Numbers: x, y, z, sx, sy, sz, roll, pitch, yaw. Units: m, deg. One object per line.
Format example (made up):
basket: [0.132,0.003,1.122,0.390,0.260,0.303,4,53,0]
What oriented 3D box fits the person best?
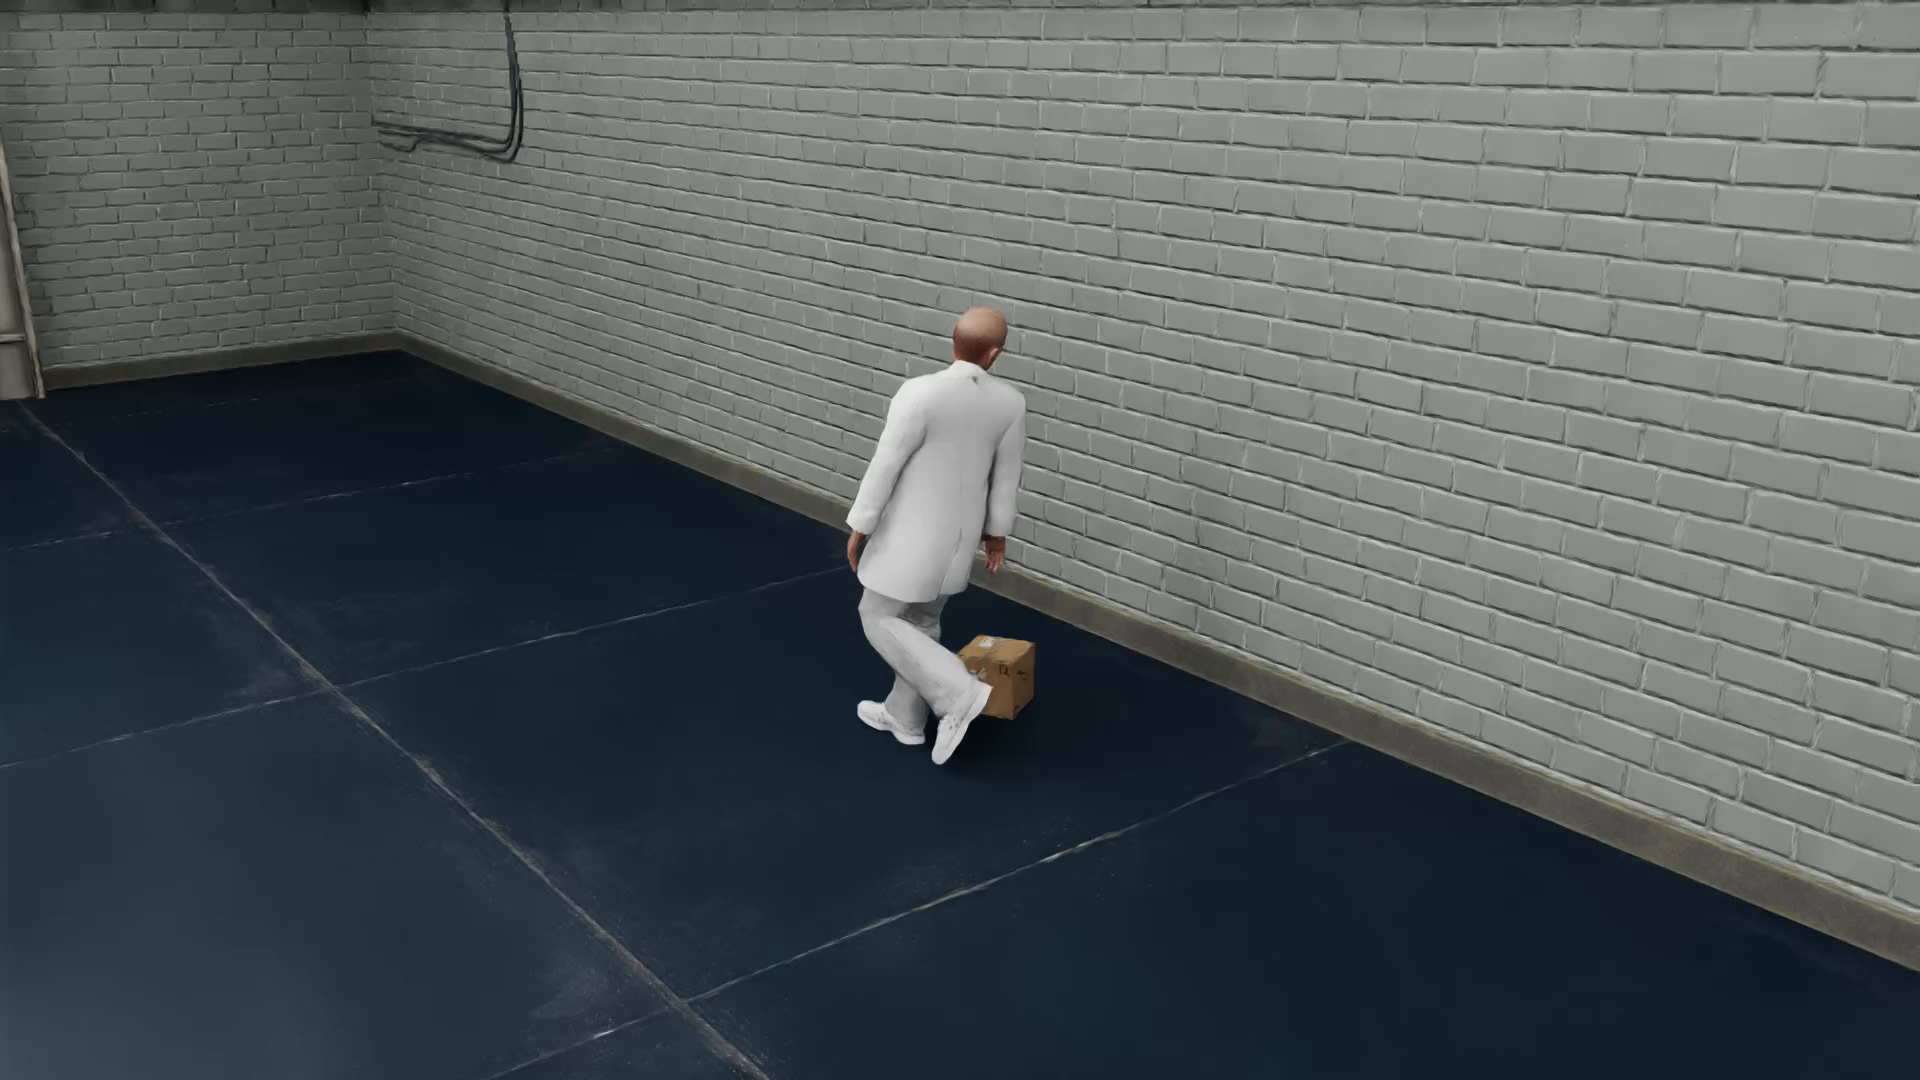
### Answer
person: [-0.117,-0.030,6.246,0.683,1.733,0.749,-14,22,-38]
